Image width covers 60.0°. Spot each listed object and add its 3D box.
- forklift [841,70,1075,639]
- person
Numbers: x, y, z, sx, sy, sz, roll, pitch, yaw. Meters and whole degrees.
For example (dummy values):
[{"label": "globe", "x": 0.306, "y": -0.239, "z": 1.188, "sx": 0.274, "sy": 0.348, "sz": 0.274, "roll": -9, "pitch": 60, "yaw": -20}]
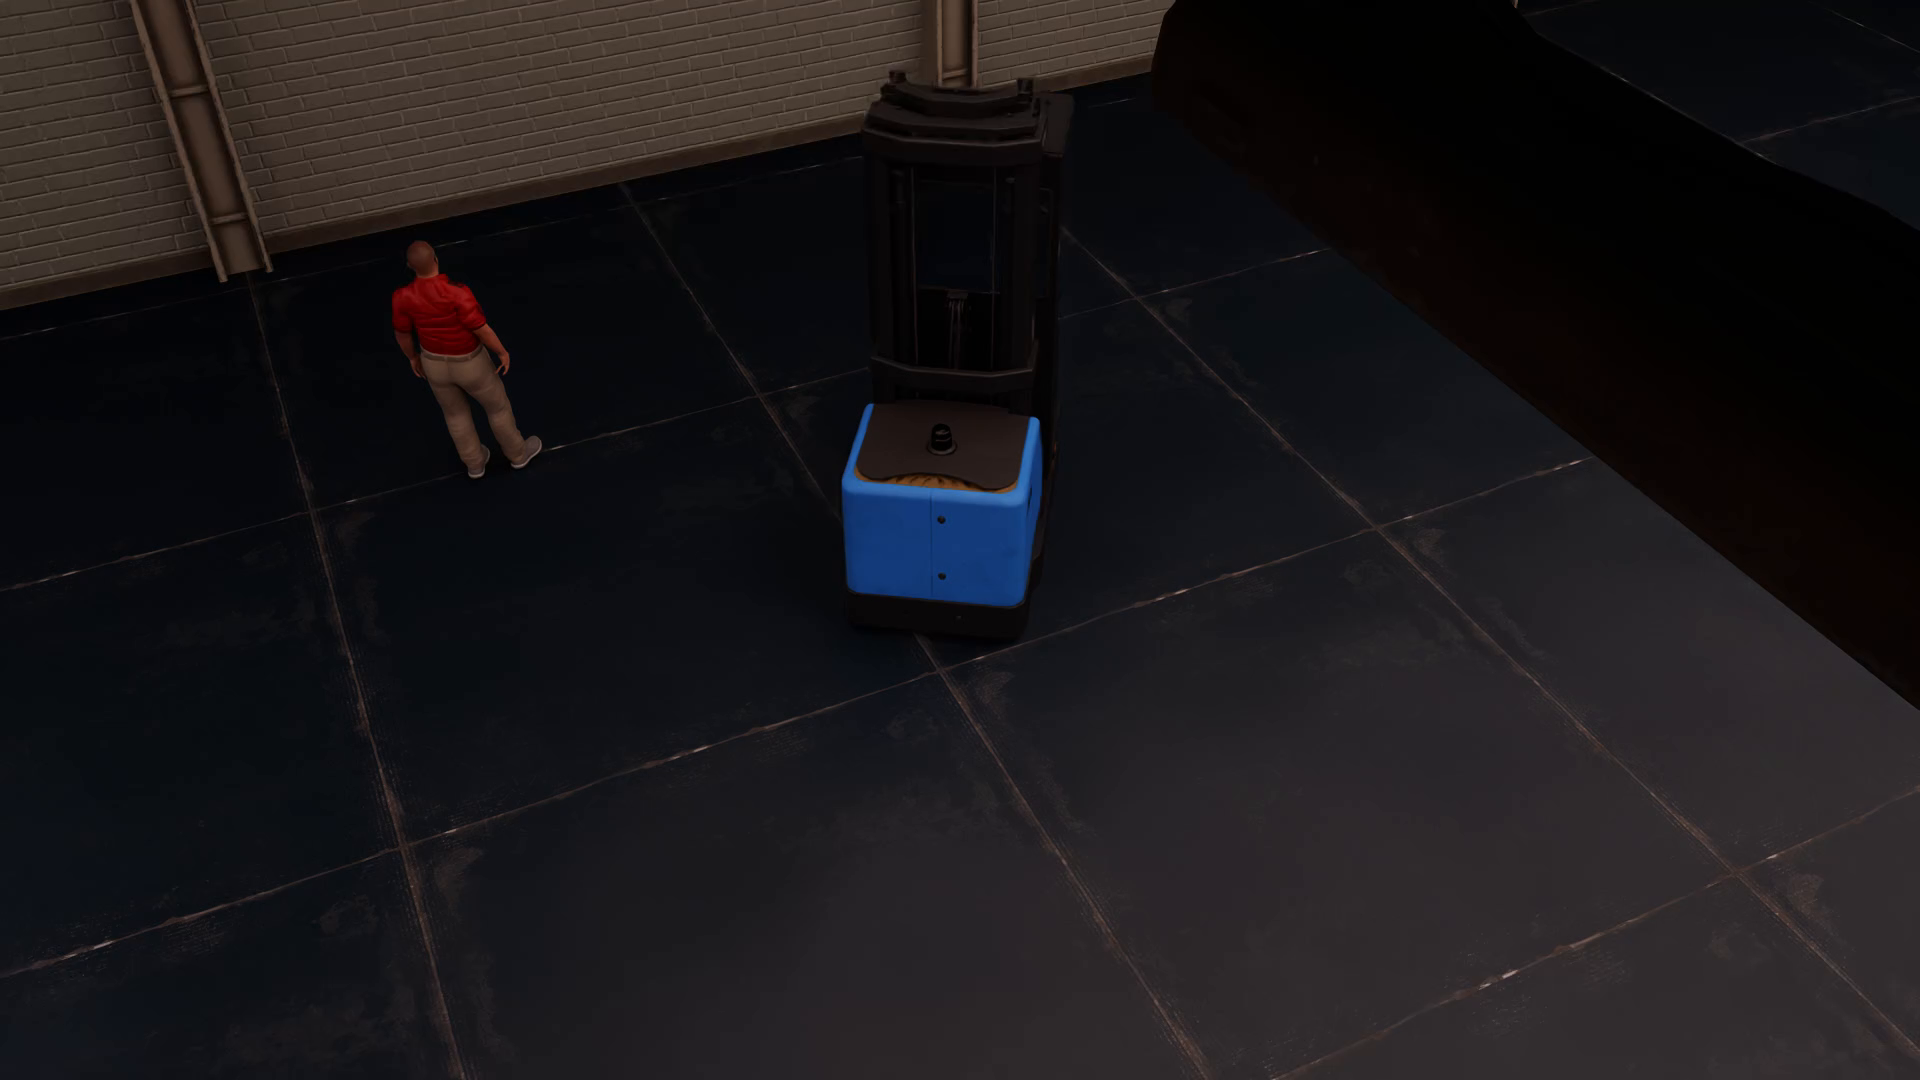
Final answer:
[{"label": "forklift", "x": 0.052, "y": -1.500, "z": 9.814, "sx": 1.130, "sy": 2.935, "sz": 3.031, "roll": 5, "pitch": 40, "yaw": 6}, {"label": "person", "x": -3.095, "y": -1.152, "z": 10.325, "sx": 0.638, "sy": 1.727, "sz": 0.552, "roll": 2, "pitch": 40, "yaw": 2}]
